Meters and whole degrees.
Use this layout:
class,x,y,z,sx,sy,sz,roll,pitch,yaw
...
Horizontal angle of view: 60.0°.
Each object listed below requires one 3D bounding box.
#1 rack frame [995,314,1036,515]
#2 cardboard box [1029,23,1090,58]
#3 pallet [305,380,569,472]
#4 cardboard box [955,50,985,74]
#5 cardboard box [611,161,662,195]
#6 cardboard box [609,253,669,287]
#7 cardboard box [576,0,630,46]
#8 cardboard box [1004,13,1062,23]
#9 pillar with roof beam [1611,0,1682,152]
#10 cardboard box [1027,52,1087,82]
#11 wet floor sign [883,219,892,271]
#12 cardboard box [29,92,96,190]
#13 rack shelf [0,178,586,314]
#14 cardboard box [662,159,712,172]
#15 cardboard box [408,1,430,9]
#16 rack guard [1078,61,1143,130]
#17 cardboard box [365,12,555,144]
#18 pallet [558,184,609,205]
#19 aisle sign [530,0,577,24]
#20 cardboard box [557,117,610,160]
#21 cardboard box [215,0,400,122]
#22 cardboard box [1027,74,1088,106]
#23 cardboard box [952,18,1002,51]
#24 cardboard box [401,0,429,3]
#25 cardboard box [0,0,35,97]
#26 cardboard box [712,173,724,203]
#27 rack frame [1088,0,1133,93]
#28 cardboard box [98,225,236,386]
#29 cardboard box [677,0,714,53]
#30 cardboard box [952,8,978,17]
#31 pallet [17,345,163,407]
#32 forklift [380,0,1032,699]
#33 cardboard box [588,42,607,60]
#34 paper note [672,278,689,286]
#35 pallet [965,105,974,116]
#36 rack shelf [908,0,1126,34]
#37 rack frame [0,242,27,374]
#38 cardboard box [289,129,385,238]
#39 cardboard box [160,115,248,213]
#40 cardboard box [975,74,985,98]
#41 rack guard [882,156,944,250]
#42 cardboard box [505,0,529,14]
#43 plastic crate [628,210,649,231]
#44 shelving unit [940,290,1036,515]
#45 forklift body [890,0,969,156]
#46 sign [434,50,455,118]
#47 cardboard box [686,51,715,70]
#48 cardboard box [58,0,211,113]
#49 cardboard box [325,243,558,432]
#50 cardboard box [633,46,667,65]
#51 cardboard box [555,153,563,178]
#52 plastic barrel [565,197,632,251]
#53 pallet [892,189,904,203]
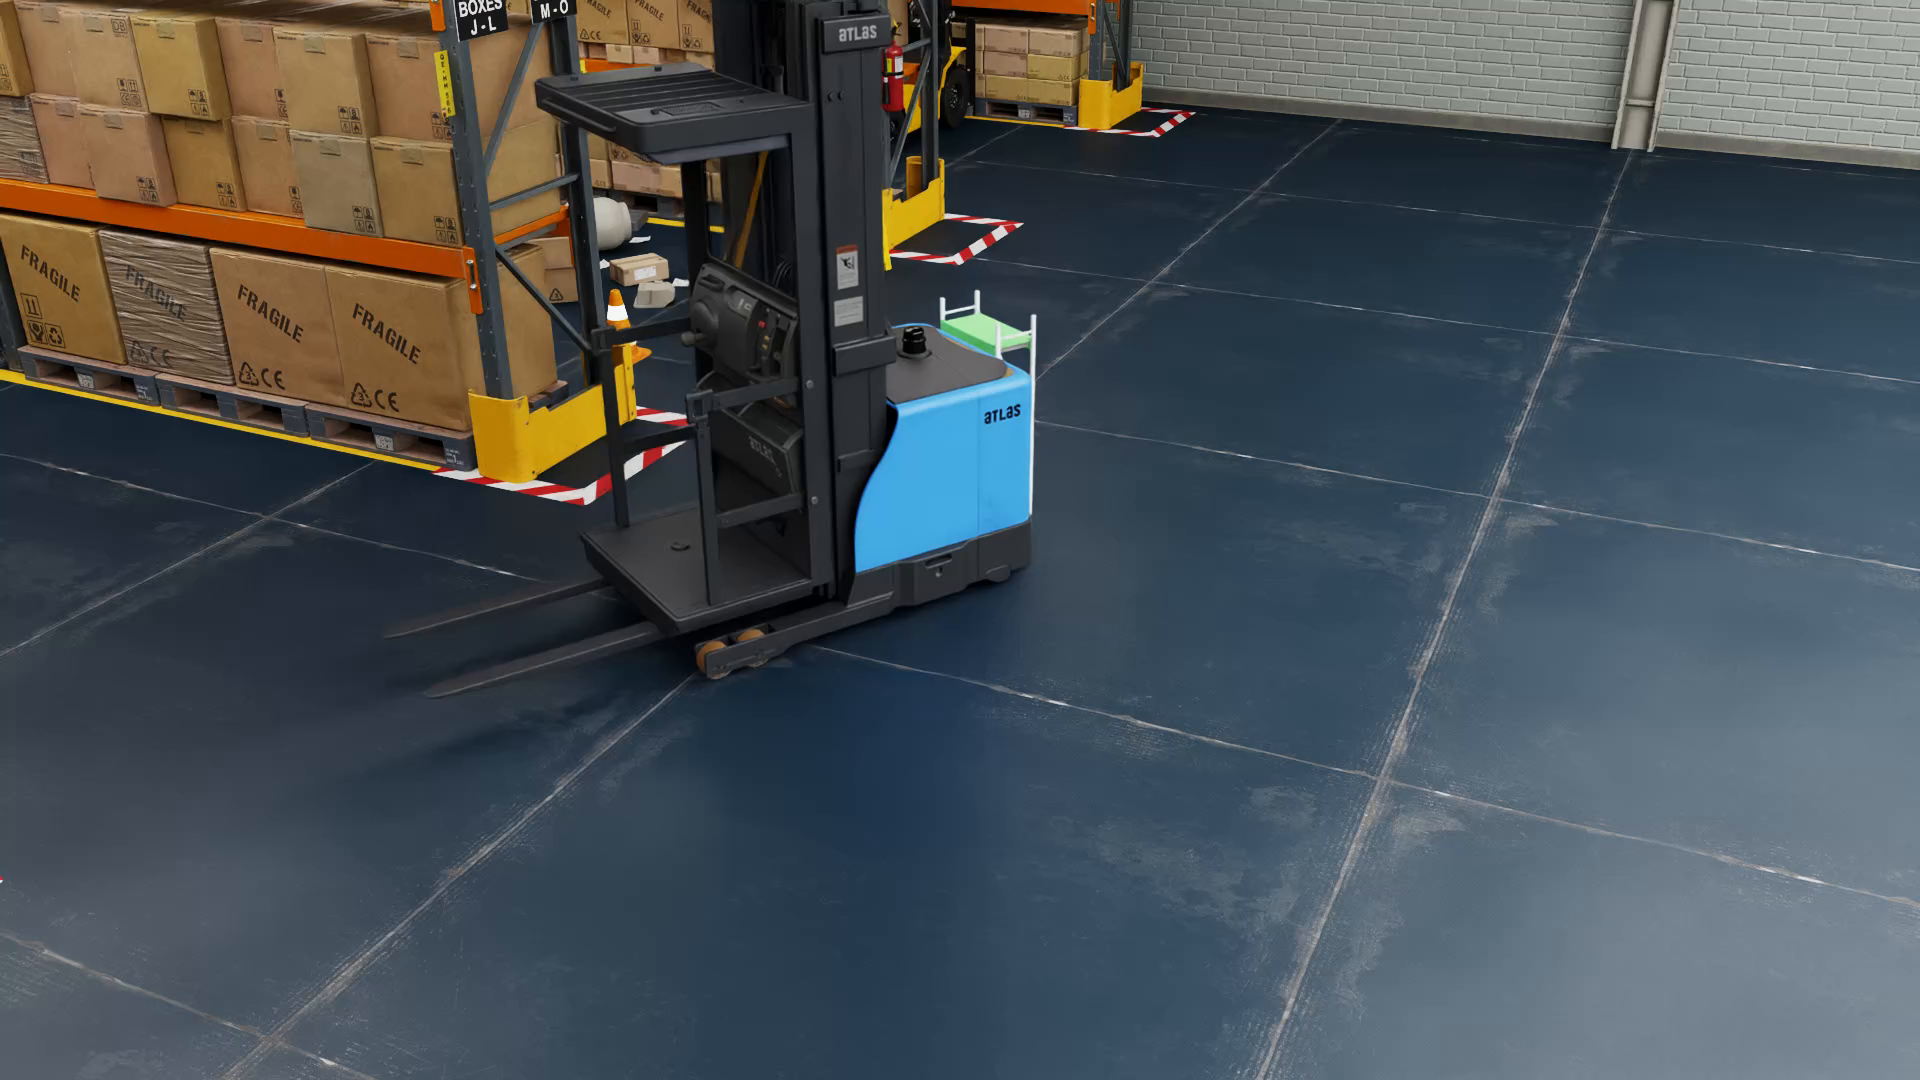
class,x,y,z,sx,sy,sz,roll,pitch,yaw
rack frame,0.278,-0.558,8.526,0.240,1.200,0.015,-17,31,-31
cardboard box,1.060,-5.293,17.611,0.500,0.250,0.500,12,29,24
pallet,-3.160,-0.790,10.115,1.213,0.211,1.003,11,28,22
cardboard box,0.105,-5.256,18.100,0.500,0.250,0.500,11,28,21
cardboard box,-2.684,-3.215,14.522,0.500,0.250,0.500,11,28,21
cardboard box,-2.471,-2.083,12.812,0.380,0.149,0.250,-18,31,-31
cardboard box,-2.881,-4.472,13.988,0.500,0.500,0.500,11,28,21
cardboard box,0.793,-5.588,18.210,0.500,0.250,0.500,11,28,22
pillar with roof beam,5.028,-6.284,11.327,0.400,9.000,9.100,11,28,22
cardboard box,1.036,-5.074,17.731,0.500,0.250,0.500,11,28,21
wet floor sign,-0.713,-2.413,12.921,0.232,0.644,0.267,23,35,39
cardboard box,-5.190,-2.570,10.405,0.550,0.550,0.875,11,28,22
rack shelf,-4.220,-1.969,10.167,4.000,0.370,1.077,11,28,22
cardboard box,-2.213,-3.457,14.164,0.500,0.500,0.500,11,28,21
cardboard box,-4.667,-4.725,14.760,0.250,0.149,0.380,12,29,23
rack guard,1.630,-4.805,17.944,0.348,0.500,1.175,11,28,22
cardboard box,-2.722,-2.561,9.164,0.550,0.550,0.875,11,28,22
pallet,-3.458,-3.306,15.227,1.213,0.211,1.003,11,28,22
aisle sign,-2.211,-3.200,8.910,0.004,0.787,0.394,11,28,22
cardboard box,-3.166,-3.648,14.552,0.500,0.500,0.500,13,29,24
cardboard box,-3.714,-2.782,9.611,0.550,0.550,0.875,11,28,22
cardboard box,1.050,-4.845,17.832,0.500,0.250,0.500,12,28,22
cardboard box,0.130,-5.473,17.975,0.500,0.250,0.500,12,29,22
cardboard box,-4.599,-5.025,14.635,0.500,0.500,0.500,11,28,21
cardboard box,-5.719,-3.128,10.314,0.550,0.550,0.875,11,28,22
cardboard box,-1.758,-3.027,14.140,0.500,0.250,0.500,11,28,22
rack frame,1.609,-5.931,17.401,0.127,3.000,1.000,11,28,22
cardboard box,-4.675,-1.586,10.505,0.875,0.875,0.875,12,28,22
cardboard box,-1.959,-4.288,13.613,0.500,0.500,0.500,11,28,22
cardboard box,-0.121,-5.781,18.601,0.500,0.250,0.500,11,28,21
pallet,-5.381,-1.236,11.021,1.213,0.211,1.003,11,28,22
forklift,-1.146,-0.955,7.372,3.031,2.935,1.130,-17,31,-30
cardboard box,-2.958,-4.210,14.189,0.250,0.149,0.380,11,28,22
paper note,-2.127,-1.975,12.727,0.142,0.019,0.148,2,26,4
pallet,-0.212,-5.027,18.721,1.213,0.211,1.003,11,28,22
rack shelf,-0.212,-5.974,18.303,4.000,0.370,1.077,11,28,22
rack frame,-6.041,-2.657,10.751,0.127,3.000,1.000,11,28,22
cardboard box,-3.266,-2.135,9.520,0.550,0.550,0.875,11,28,22
cardboard box,-4.223,-2.368,9.993,0.500,0.550,0.875,11,28,22
cardboard box,0.150,-5.035,18.218,0.500,0.250,0.500,12,29,22
rack guard,-0.512,-2.827,13.926,0.348,0.500,1.175,11,28,22
cardboard box,-3.799,-4.652,14.353,0.500,0.500,0.500,11,28,22
plastic crate,-2.994,-2.739,14.224,0.583,0.080,0.402,2,26,4
shelving unit,0.139,-0.647,8.706,0.258,1.200,0.503,-17,31,-31
forklift body,-0.873,-5.164,16.803,1.214,2.155,2.313,11,28,22
sign,-2.637,-2.336,8.520,0.005,0.325,0.100,11,28,22
cardboard box,-2.065,-4.010,13.783,0.250,0.149,0.380,11,28,21
cardboard box,-4.736,-2.920,9.892,0.550,0.550,0.875,11,28,22
cardboard box,-3.044,-1.258,9.840,0.875,0.875,0.875,12,28,22
cardboard box,-2.528,-4.094,13.954,0.250,0.149,0.380,11,28,22
cardboard box,-3.659,-3.404,14.906,0.500,0.250,0.500,10,28,19
plastic barrel,-2.950,-2.548,13.446,0.512,0.421,0.421,-12,29,-23
pallet,-1.237,-2.860,14.321,1.213,0.211,1.003,11,28,22
